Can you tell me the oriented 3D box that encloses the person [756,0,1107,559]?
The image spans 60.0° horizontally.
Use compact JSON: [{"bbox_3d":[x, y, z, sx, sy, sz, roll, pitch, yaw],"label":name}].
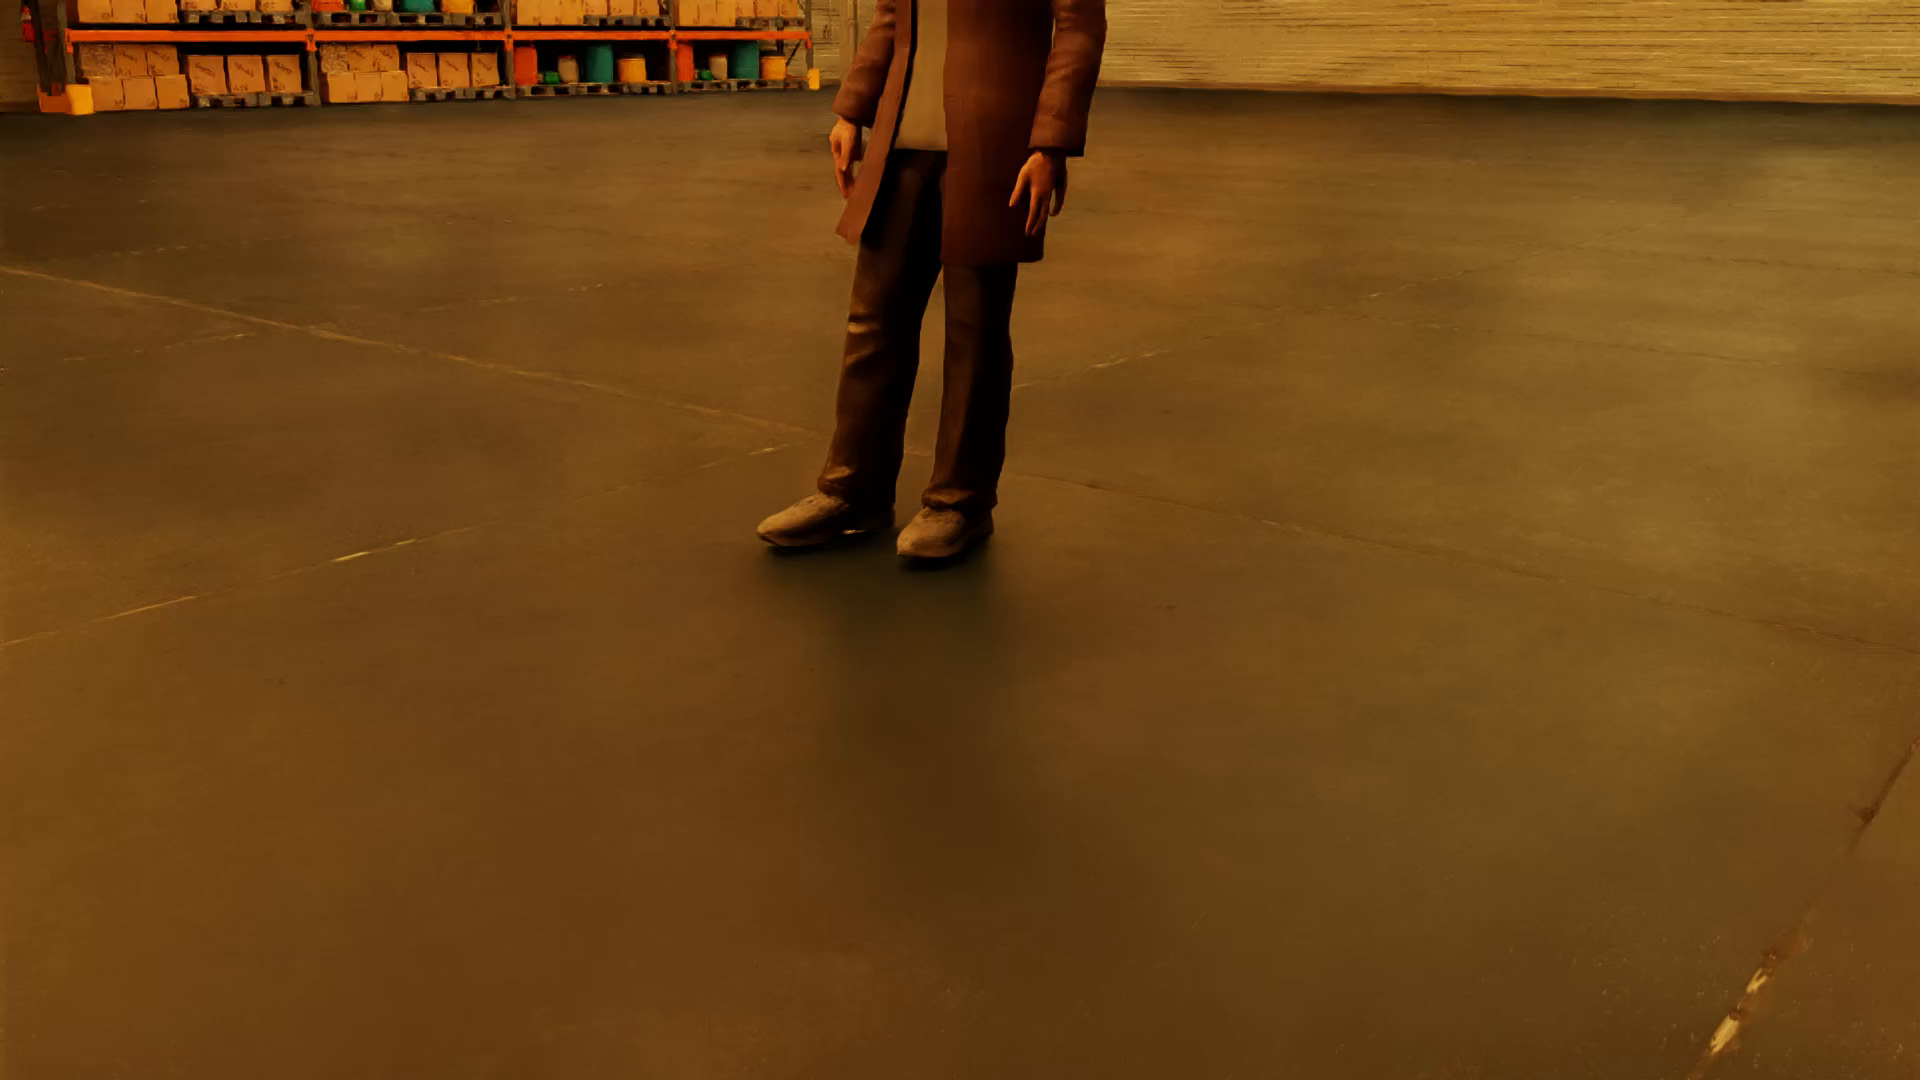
[{"bbox_3d":[-0.062,-0.838,3.617,0.694,1.776,0.580,13,21,37],"label":"person"}]
